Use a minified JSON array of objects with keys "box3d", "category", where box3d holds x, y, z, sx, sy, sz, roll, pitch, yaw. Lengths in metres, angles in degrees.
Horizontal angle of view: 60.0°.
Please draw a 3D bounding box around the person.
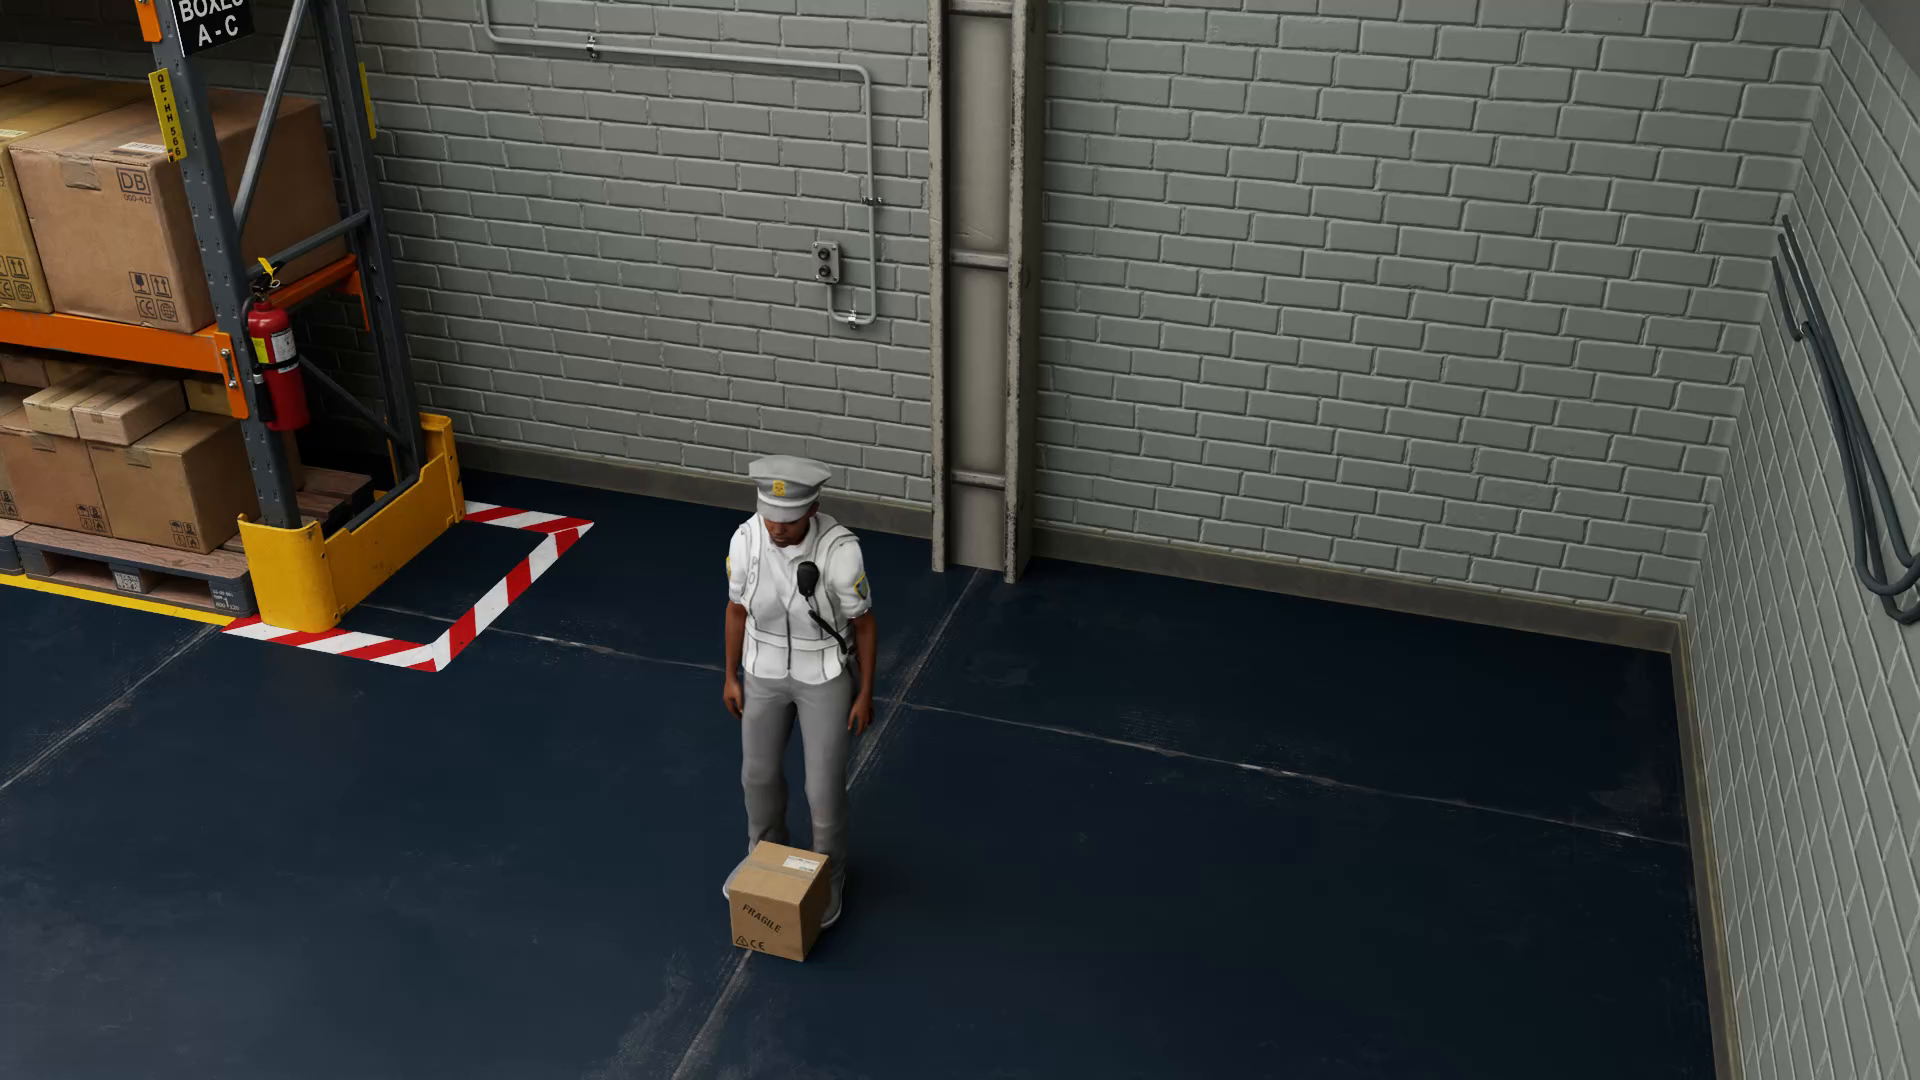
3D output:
[{"box3d":[-0.529,0.465,5.299,0.532,1.662,0.425,7,30,12],"category":"person"}]
